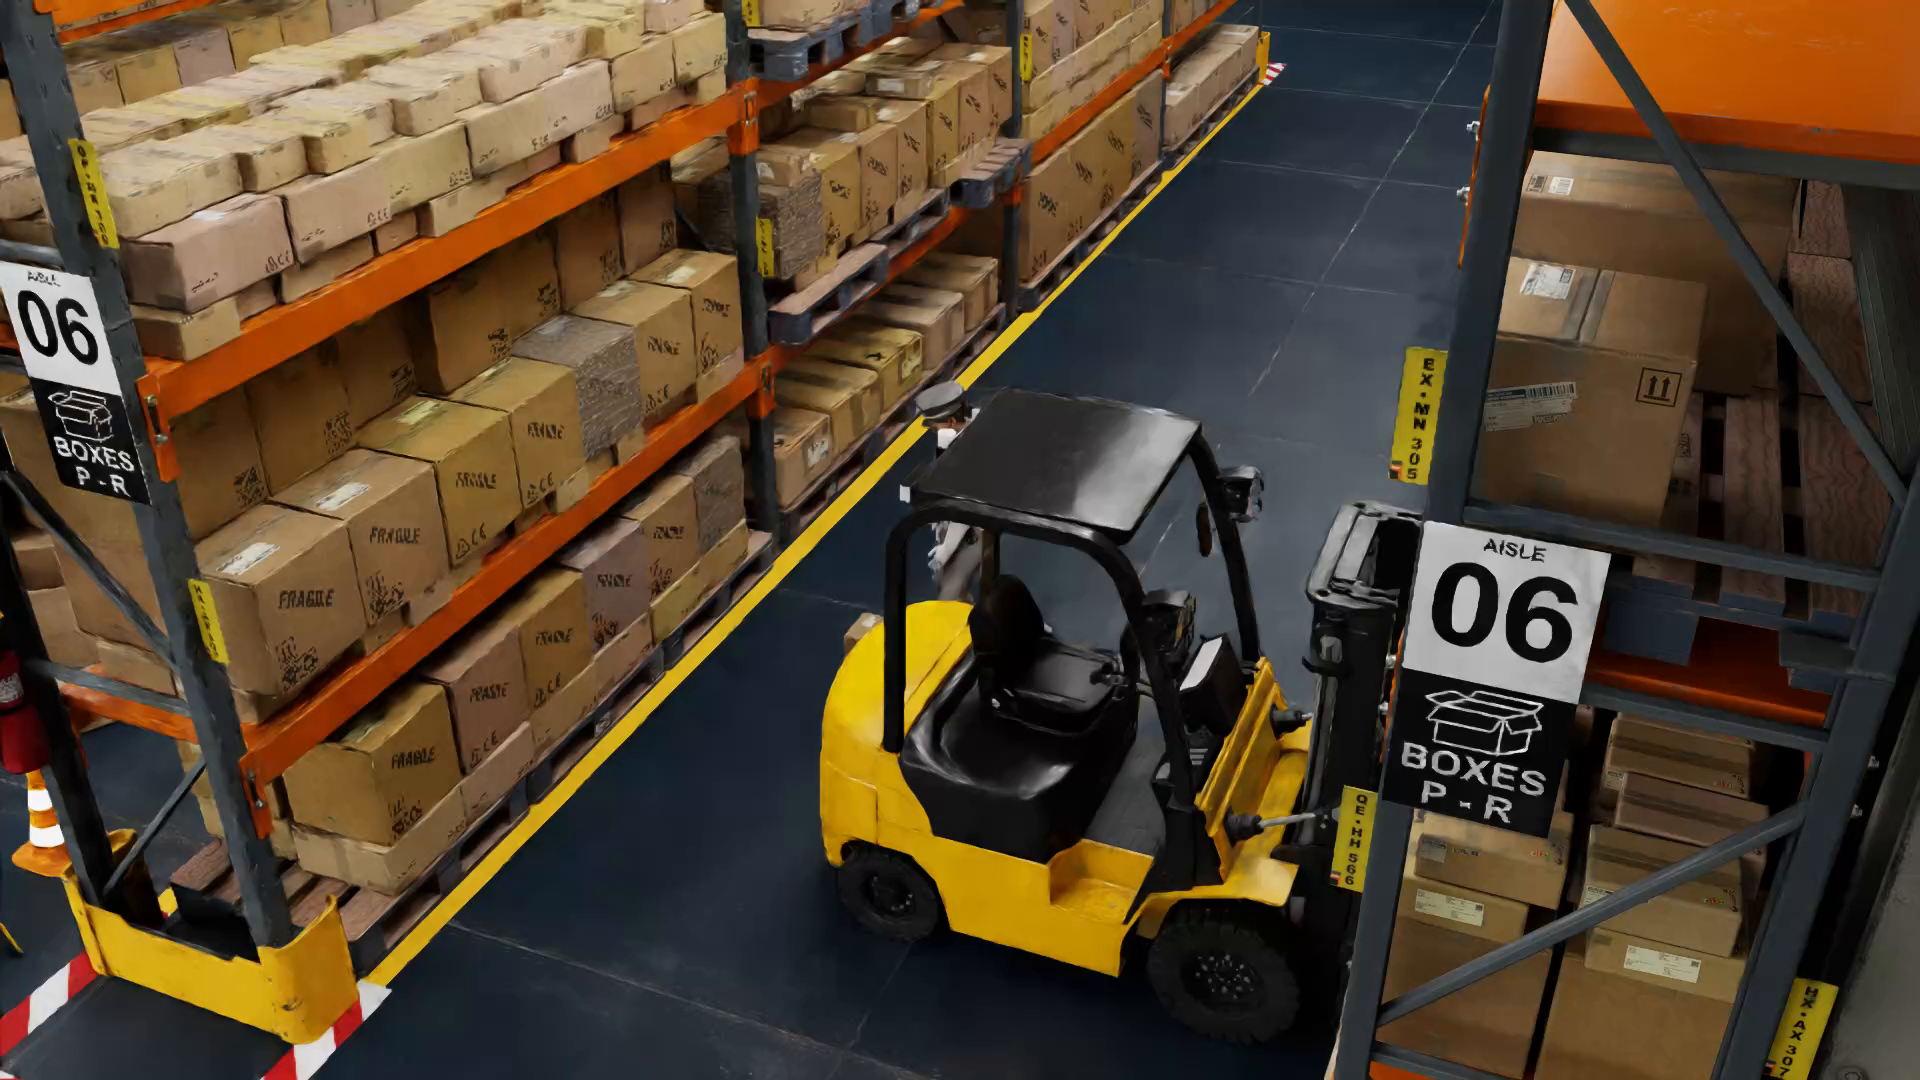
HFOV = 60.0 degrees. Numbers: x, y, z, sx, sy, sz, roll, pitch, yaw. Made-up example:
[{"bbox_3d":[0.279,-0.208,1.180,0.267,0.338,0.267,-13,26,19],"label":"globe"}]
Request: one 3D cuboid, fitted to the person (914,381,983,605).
[{"bbox_3d":[-0.013,-0.037,8.497,0.424,1.635,0.496,-3,30,-5],"label":"person"}]
